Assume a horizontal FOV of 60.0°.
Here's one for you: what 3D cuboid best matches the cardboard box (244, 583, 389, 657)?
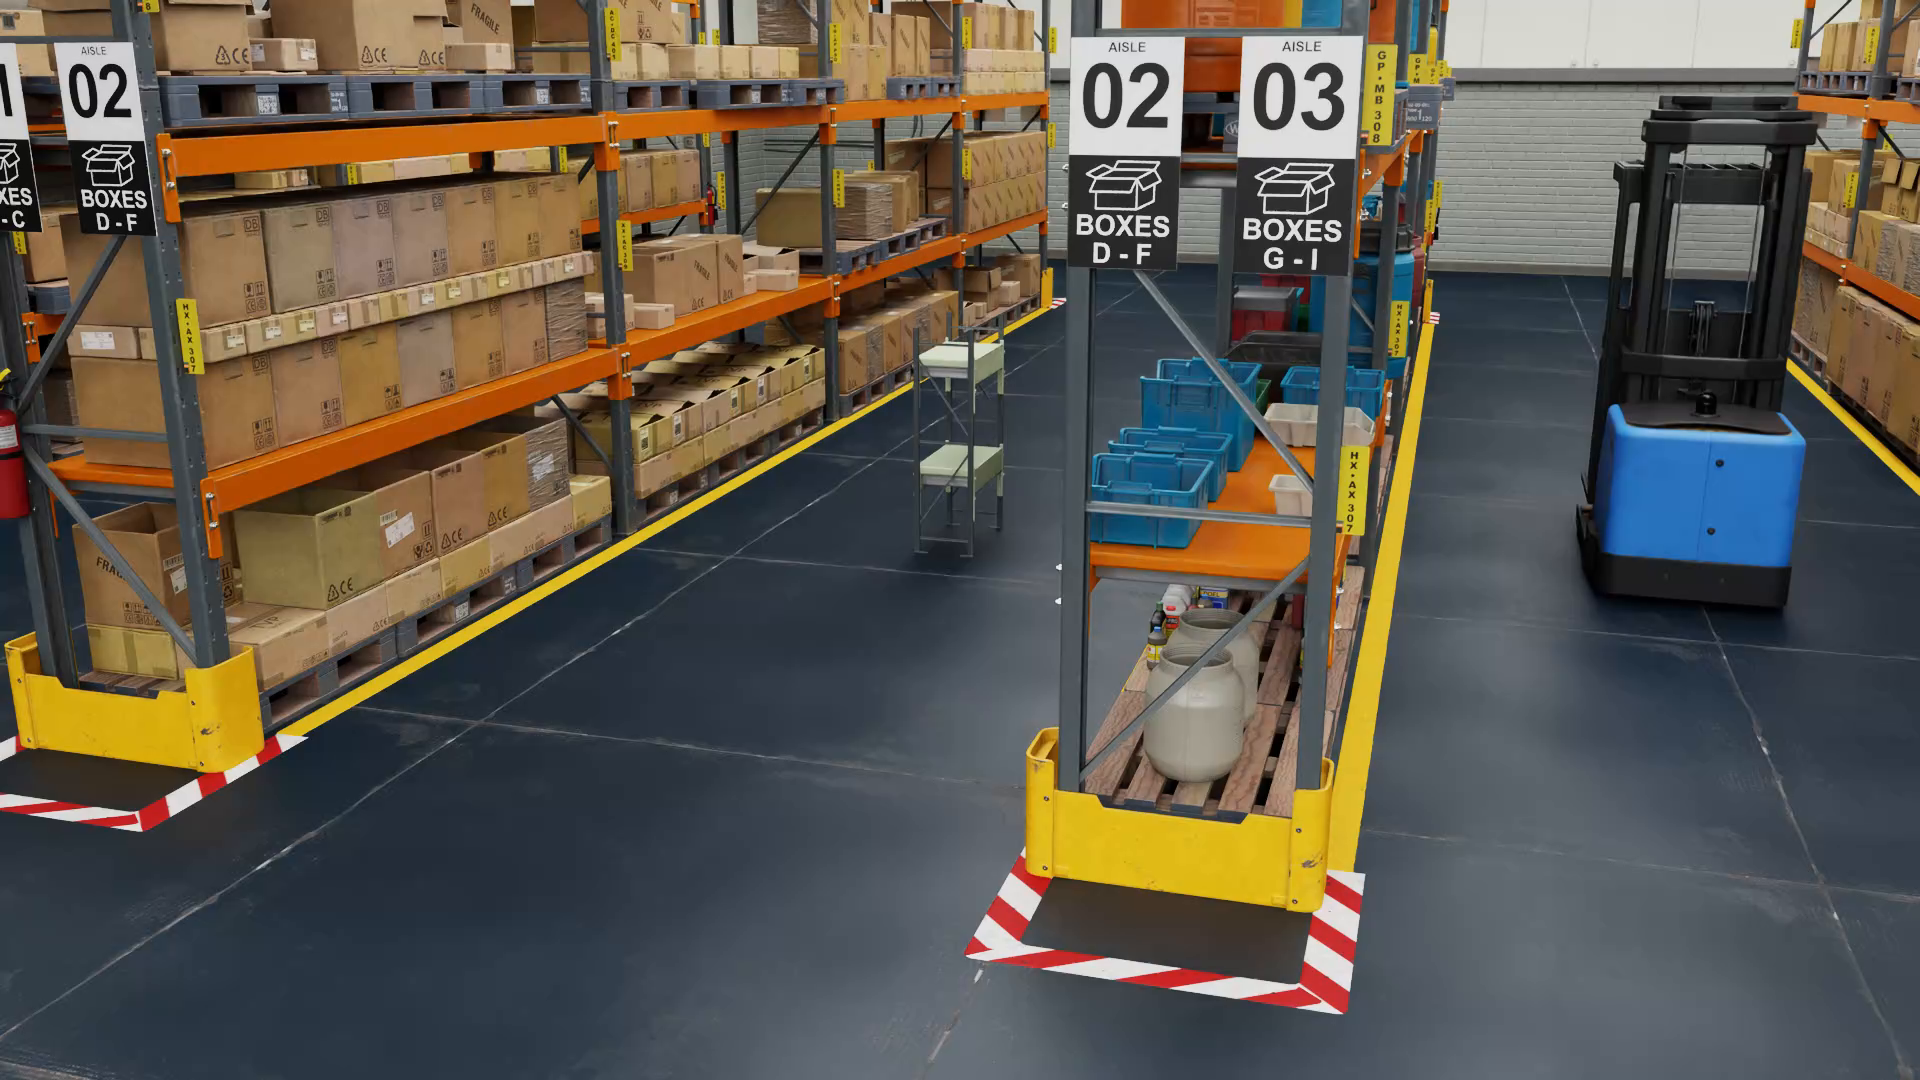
[{"bbox_3d":[-3.365,0.394,8.712,0.500,0.250,0.500,5,16,16],"label":"cardboard box"}]

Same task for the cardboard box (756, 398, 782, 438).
[{"bbox_3d":[-1.800,-1.022,13.704,0.500,0.250,0.500,5,17,17],"label":"cardboard box"}]

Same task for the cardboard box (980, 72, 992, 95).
[{"bbox_3d":[0.062,-5.222,19.019,0.500,0.250,0.500,5,16,16],"label":"cardboard box"}]

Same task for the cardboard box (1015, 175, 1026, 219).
[{"bbox_3d":[0.520,-4.302,20.817,0.500,0.500,0.500,5,17,16],"label":"cardboard box"}]

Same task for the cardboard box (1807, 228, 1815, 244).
[{"bbox_3d":[9.248,-3.230,17.680,0.380,0.149,0.250,5,17,17],"label":"cardboard box"}]

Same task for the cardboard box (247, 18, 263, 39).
[{"bbox_3d":[-3.795,-2.435,8.168,0.500,0.250,0.500,5,16,16],"label":"cardboard box"}]

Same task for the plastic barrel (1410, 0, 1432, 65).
[{"bbox_3d":[3.951,-4.655,15.058,0.600,0.901,0.708,5,16,16],"label":"plastic barrel"}]

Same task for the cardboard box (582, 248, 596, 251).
[{"bbox_3d":[-4.908,-3.679,21.425,0.380,0.149,0.250,4,16,14],"label":"cardboard box"}]

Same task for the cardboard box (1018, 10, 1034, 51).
[{"bbox_3d":[0.547,-6.495,21.219,0.700,0.500,0.500,5,16,16],"label":"cardboard box"}]

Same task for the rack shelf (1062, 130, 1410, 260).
[{"bbox_3d":[1.447,-1.708,7.675,1.077,0.370,4.000,5,16,16],"label":"rack shelf"}]

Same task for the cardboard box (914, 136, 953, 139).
[{"bbox_3d":[-0.277,-4.560,19.892,0.500,0.500,0.500,5,17,16],"label":"cardboard box"}]

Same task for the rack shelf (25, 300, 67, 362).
[{"bbox_3d":[-6.915,-2.079,14.482,1.077,0.370,4.000,5,16,16],"label":"rack shelf"}]

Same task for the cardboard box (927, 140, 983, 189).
[{"bbox_3d":[-0.055,-4.243,18.775,0.500,0.500,0.500,5,17,17],"label":"cardboard box"}]

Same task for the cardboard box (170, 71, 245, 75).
[{"bbox_3d":[-6.804,-4.119,14.632,0.797,0.503,0.637,7,17,24],"label":"cardboard box"}]

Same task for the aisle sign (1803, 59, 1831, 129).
[{"bbox_3d":[9.907,-5.182,19.339,0.394,0.787,0.004,5,16,16],"label":"aisle sign"}]

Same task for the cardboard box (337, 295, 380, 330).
[{"bbox_3d":[-3.259,-1.189,8.652,0.380,0.149,0.250,4,16,14],"label":"cardboard box"}]

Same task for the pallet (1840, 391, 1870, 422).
[{"bbox_3d":[8.891,-1.294,15.504,1.003,0.211,1.213,5,16,16],"label":"pallet"}]

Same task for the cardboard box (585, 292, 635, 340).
[{"bbox_3d":[-2.635,-1.579,11.675,0.500,0.250,0.500,6,17,19],"label":"cardboard box"}]

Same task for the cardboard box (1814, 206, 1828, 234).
[{"bbox_3d":[9.201,-3.319,17.263,0.500,0.250,0.500,5,17,17],"label":"cardboard box"}]

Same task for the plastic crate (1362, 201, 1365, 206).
[{"bbox_3d":[4.095,-3.397,17.727,0.392,0.384,0.575,5,16,16],"label":"plastic crate"}]

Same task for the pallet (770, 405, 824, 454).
[{"bbox_3d":[-1.867,-1.012,14.509,1.003,0.211,1.213,5,16,16],"label":"pallet"}]

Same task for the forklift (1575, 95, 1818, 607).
[{"bbox_3d":[4.758,-1.379,10.818,1.130,2.935,3.031,5,17,16],"label":"forklift"}]

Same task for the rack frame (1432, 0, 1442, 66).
[{"bbox_3d":[4.289,-6.113,16.391,1.000,3.000,0.127,5,16,16],"label":"rack frame"}]

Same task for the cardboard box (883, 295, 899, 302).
[{"bbox_3d":[-0.971,-2.373,17.974,0.500,0.500,0.500,5,17,17],"label":"cardboard box"}]

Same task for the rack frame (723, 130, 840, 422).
[{"bbox_3d":[-1.596,-2.566,14.878,1.000,3.000,0.127,5,16,16],"label":"rack frame"}]

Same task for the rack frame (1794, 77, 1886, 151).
[{"bbox_3d":[10.174,-3.889,19.545,1.000,3.000,0.127,5,16,16],"label":"rack frame"}]

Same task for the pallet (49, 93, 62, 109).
[{"bbox_3d":[-7.206,-3.408,12.696,1.213,0.211,1.003,5,16,16],"label":"pallet"}]

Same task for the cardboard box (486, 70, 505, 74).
[{"bbox_3d":[-5.565,-5.476,18.653,0.700,0.500,0.500,4,16,13],"label":"cardboard box"}]

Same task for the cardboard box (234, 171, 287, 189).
[{"bbox_3d":[-6.493,-3.343,15.439,0.380,0.149,0.250,2,16,7],"label":"cardboard box"}]

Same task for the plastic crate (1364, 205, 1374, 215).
[{"bbox_3d":[4.580,-3.760,19.285,0.416,0.233,0.300,5,16,16],"label":"plastic crate"}]

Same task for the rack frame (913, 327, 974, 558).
[{"bbox_3d":[-0.106,-0.624,10.781,0.400,1.500,0.023,5,16,16],"label":"rack frame"}]

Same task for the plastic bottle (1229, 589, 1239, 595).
[{"bbox_3d":[1.526,0.119,9.461,0.144,0.351,0.185,5,16,16],"label":"plastic bottle"}]

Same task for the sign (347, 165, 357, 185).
[{"bbox_3d":[-5.823,-3.428,15.942,0.100,0.325,0.005,5,16,16],"label":"sign"}]

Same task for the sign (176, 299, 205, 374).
[{"bbox_3d":[-3.339,-0.883,7.212,0.100,0.325,0.005,5,16,16],"label":"sign"}]

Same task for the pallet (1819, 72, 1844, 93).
[{"bbox_3d":[9.629,-4.775,17.332,1.003,0.211,1.213,5,16,16],"label":"pallet"}]

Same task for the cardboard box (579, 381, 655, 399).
[{"bbox_3d":[-2.606,-1.063,12.823,0.500,0.311,0.500,5,16,16],"label":"cardboard box"}]

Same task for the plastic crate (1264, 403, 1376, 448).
[{"bbox_3d":[1.797,-0.563,8.299,0.530,0.136,0.437,5,16,16],"label":"plastic crate"}]

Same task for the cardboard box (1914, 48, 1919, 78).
[{"bbox_3d":[8.640,-4.165,14.414,0.500,0.311,0.500,4,16,14],"label":"cardboard box"}]

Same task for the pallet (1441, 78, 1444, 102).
[{"bbox_3d":[3.840,-4.070,15.029,1.003,0.211,1.213,5,16,16],"label":"pallet"}]

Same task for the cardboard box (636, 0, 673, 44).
[{"bbox_3d":[-2.380,-3.762,11.729,0.500,0.500,0.500,6,17,21],"label":"cardboard box"}]

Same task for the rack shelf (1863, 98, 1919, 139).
[{"bbox_3d":[8.469,-3.417,13.699,1.077,0.370,4.000,5,16,16],"label":"rack shelf"}]

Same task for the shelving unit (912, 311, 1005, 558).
[{"bbox_3d":[-0.002,-0.720,11.119,0.431,1.500,0.755,5,16,16],"label":"shelving unit"}]

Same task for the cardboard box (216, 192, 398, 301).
[{"bbox_3d":[-3.423,-1.550,8.736,0.700,0.500,0.500,5,16,16],"label":"cardboard box"}]

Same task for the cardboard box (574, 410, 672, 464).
[{"bbox_3d":[-2.376,-0.757,11.743,0.500,0.311,0.500,5,16,16],"label":"cardboard box"}]

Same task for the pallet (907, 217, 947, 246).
[{"bbox_3d":[-0.791,-3.319,17.886,1.003,0.211,1.213,5,16,16],"label":"pallet"}]

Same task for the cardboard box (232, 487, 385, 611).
[{"bbox_3d":[-3.363,0.033,8.610,0.500,0.500,0.500,5,16,16],"label":"cardboard box"}]

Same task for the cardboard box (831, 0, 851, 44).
[{"bbox_3d":[-1.321,-4.785,15.189,0.500,0.500,0.500,5,16,16],"label":"cardboard box"}]

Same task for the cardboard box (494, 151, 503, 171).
[{"bbox_3d":[-5.397,-4.148,18.319,0.500,0.250,0.500,5,17,17],"label":"cardboard box"}]

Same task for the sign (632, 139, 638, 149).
[{"bbox_3d":[-4.603,-5.541,23.636,0.100,0.325,0.005,5,16,16],"label":"sign"}]

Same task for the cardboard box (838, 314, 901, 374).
[{"bbox_3d":[-0.902,-1.940,16.446,0.500,0.500,0.500,4,16,15],"label":"cardboard box"}]

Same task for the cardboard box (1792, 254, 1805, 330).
[{"bbox_3d":[10.069,-2.896,19.165,0.875,0.875,0.875,5,16,16],"label":"cardboard box"}]

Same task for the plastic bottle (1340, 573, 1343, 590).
[{"bbox_3d":[2.109,0.120,9.459,0.144,0.351,0.185,4,16,14],"label":"plastic bottle"}]

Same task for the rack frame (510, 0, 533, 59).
[{"bbox_3d":[-5.210,-6.881,19.099,1.000,3.000,0.127,5,16,16],"label":"rack frame"}]

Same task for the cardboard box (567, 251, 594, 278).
[{"bbox_3d":[-2.604,-1.792,10.777,0.380,0.149,0.250,5,16,16],"label":"cardboard box"}]

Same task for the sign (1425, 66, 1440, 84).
[{"bbox_3d":[3.682,-3.532,12.981,0.100,0.325,0.005,5,16,16],"label":"sign"}]
